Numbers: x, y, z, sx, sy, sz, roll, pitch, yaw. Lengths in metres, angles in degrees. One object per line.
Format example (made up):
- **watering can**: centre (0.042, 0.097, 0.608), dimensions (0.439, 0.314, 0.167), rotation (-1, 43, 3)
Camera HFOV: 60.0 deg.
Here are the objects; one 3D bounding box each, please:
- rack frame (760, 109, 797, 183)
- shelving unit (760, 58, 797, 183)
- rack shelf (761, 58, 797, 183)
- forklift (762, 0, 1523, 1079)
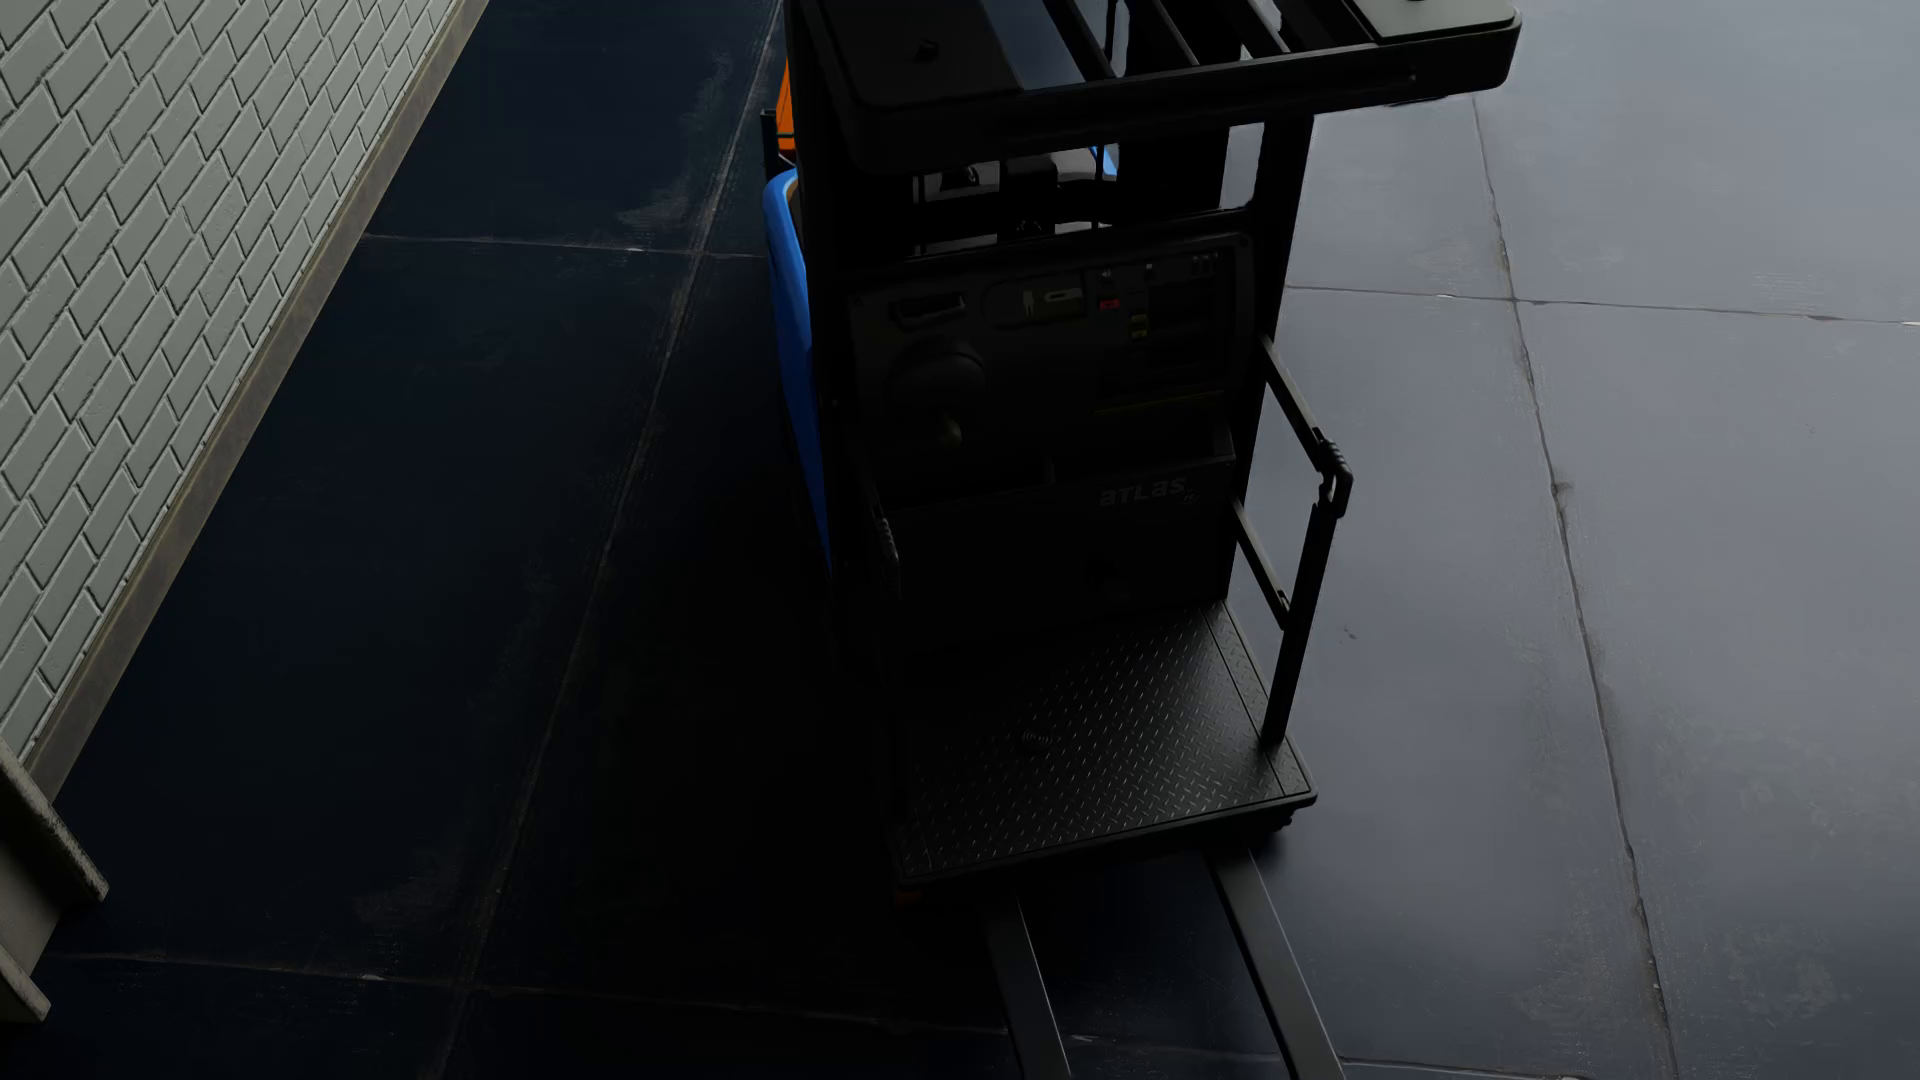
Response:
- **rack frame**: centre (-0.334, -0.865, 5.279), dimensions (0.500, 1.125, 0.032), rotation (2, 48, 2)
- **shelving unit**: centre (-0.307, -1.239, 5.621), dimensions (0.538, 1.125, 1.048), rotation (2, 48, 2)
- **rack shelf**: centre (-0.307, -1.437, 5.405), dimensions (0.538, 0.278, 1.000), rotation (2, 48, 2)
- **forklift**: centre (0.266, -0.350, 3.584), dimensions (1.130, 2.935, 3.031), rotation (-10, 48, -9)
